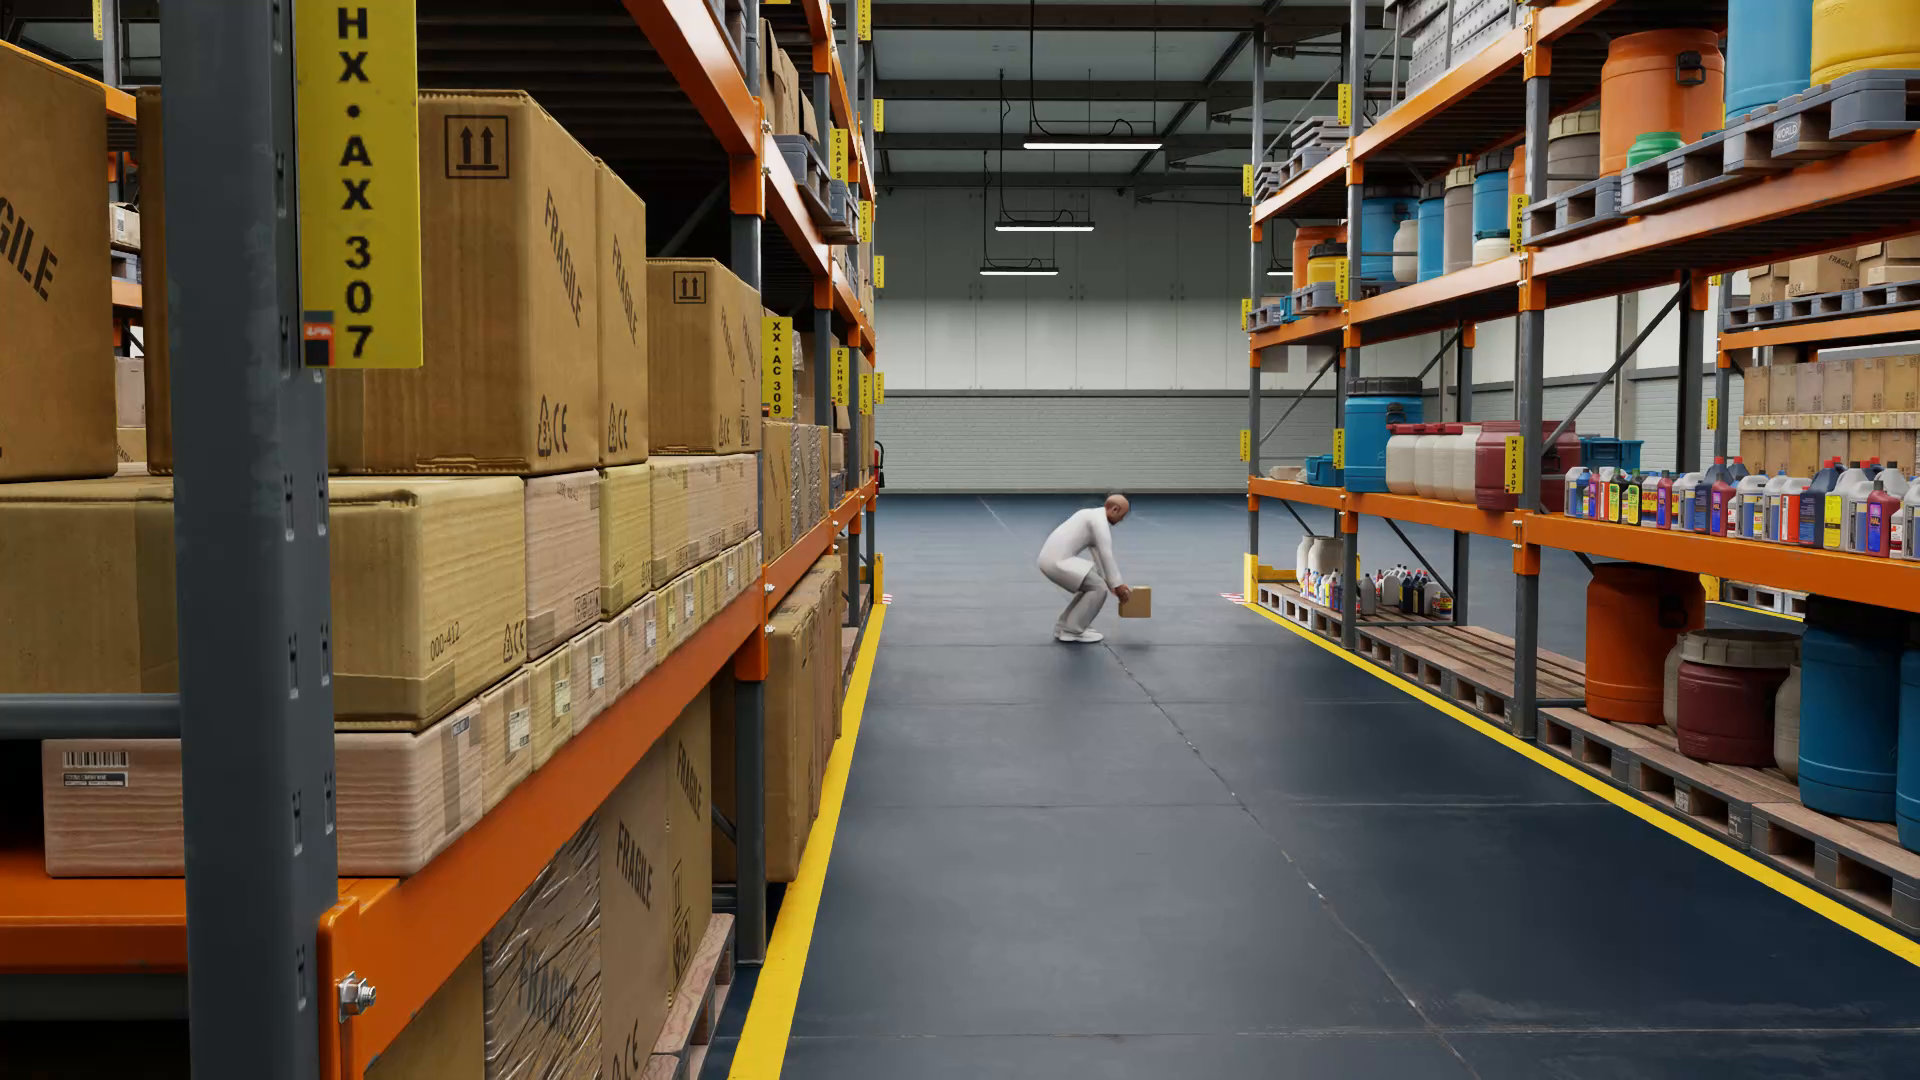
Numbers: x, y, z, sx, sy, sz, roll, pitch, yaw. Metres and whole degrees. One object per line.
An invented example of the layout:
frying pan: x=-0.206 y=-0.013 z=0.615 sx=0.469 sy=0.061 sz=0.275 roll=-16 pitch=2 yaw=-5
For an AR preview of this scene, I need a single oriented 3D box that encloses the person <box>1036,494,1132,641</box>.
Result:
person: x=1.054 y=0.231 z=14.252 sx=0.795 sy=1.249 sz=0.629 roll=0 pitch=4 yaw=-1
